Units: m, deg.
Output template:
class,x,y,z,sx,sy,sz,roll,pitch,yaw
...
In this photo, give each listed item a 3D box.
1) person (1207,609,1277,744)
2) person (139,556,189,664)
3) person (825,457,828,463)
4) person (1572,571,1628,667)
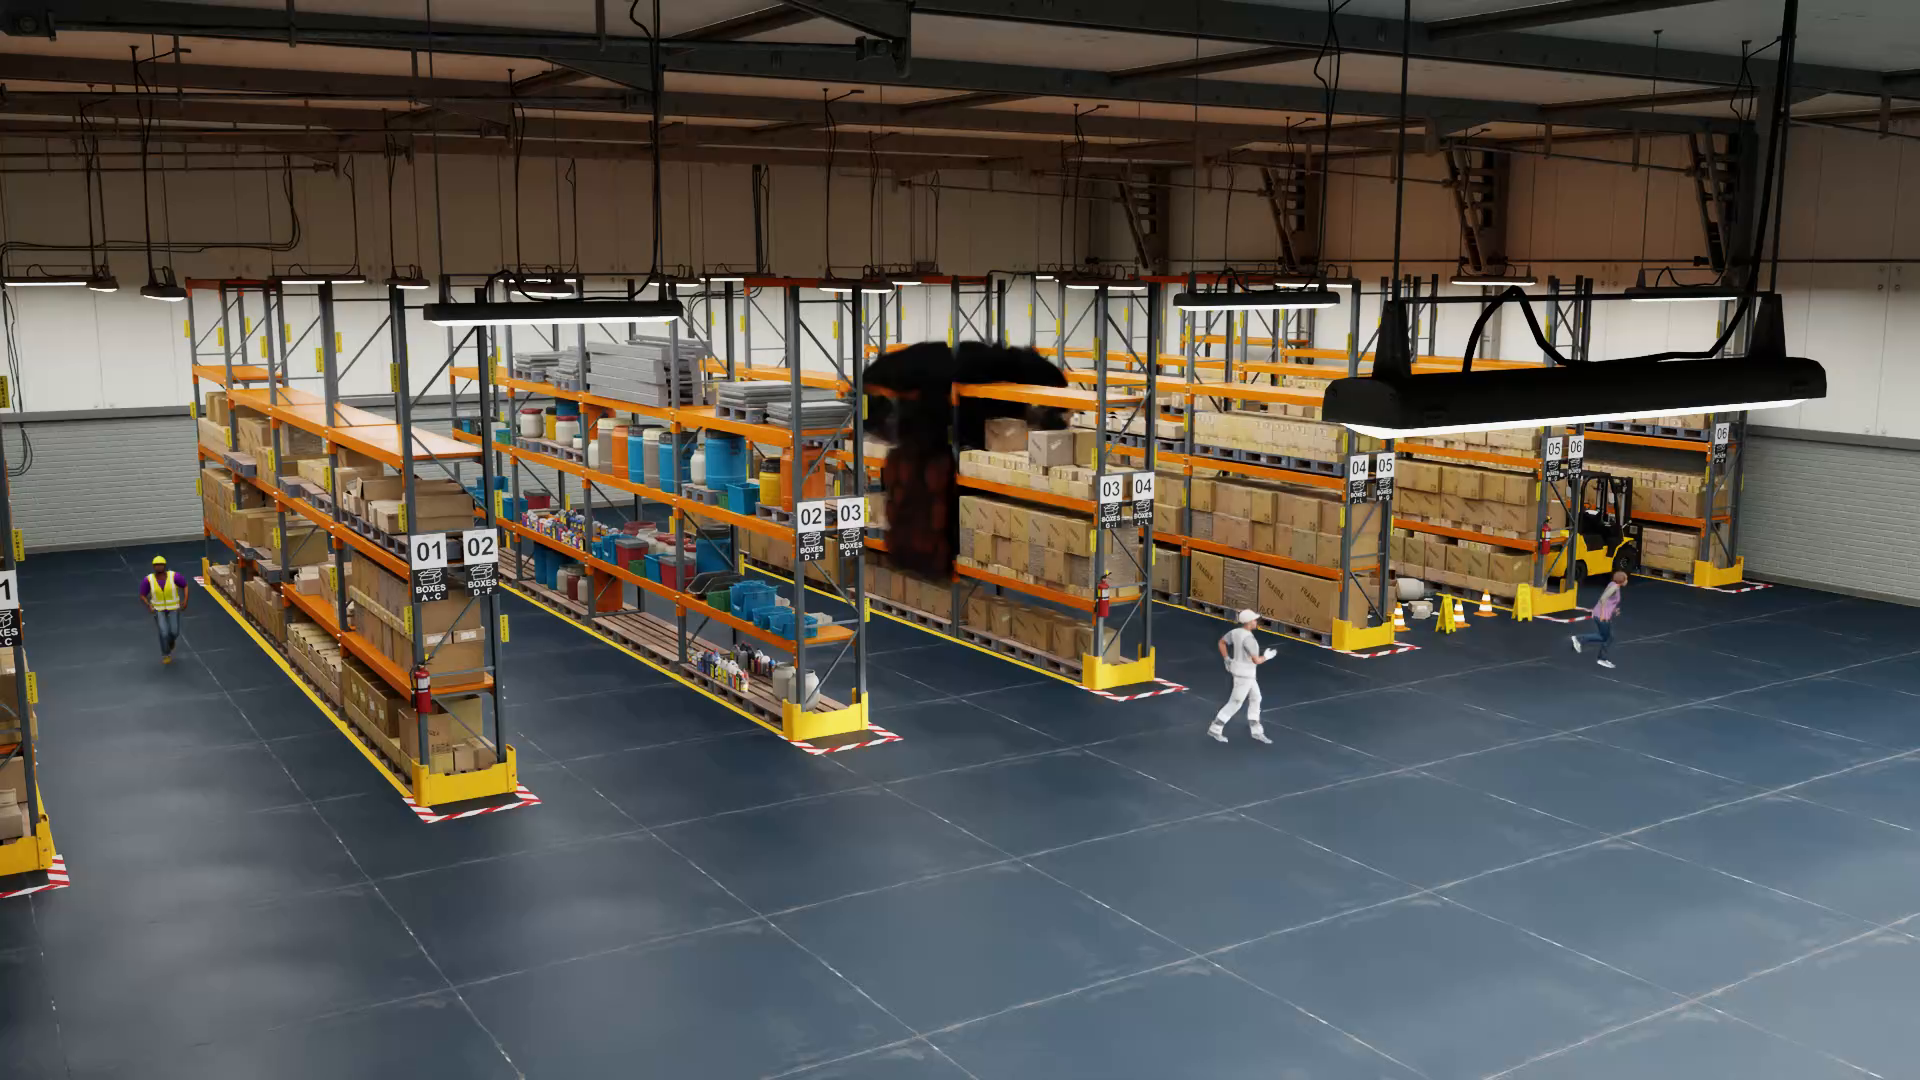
class,x,y,z,sx,sy,sz,roll,pitch,yaw
person,3.683,1.805,21.772,0.905,1.825,0.640,-1,10,-4
person,-12.586,1.097,26.340,0.713,1.730,0.661,-5,11,-26
person,-3.343,-1.176,39.848,0.705,1.711,0.664,0,10,2
person,10.083,1.233,26.228,0.769,1.542,0.536,3,10,16
